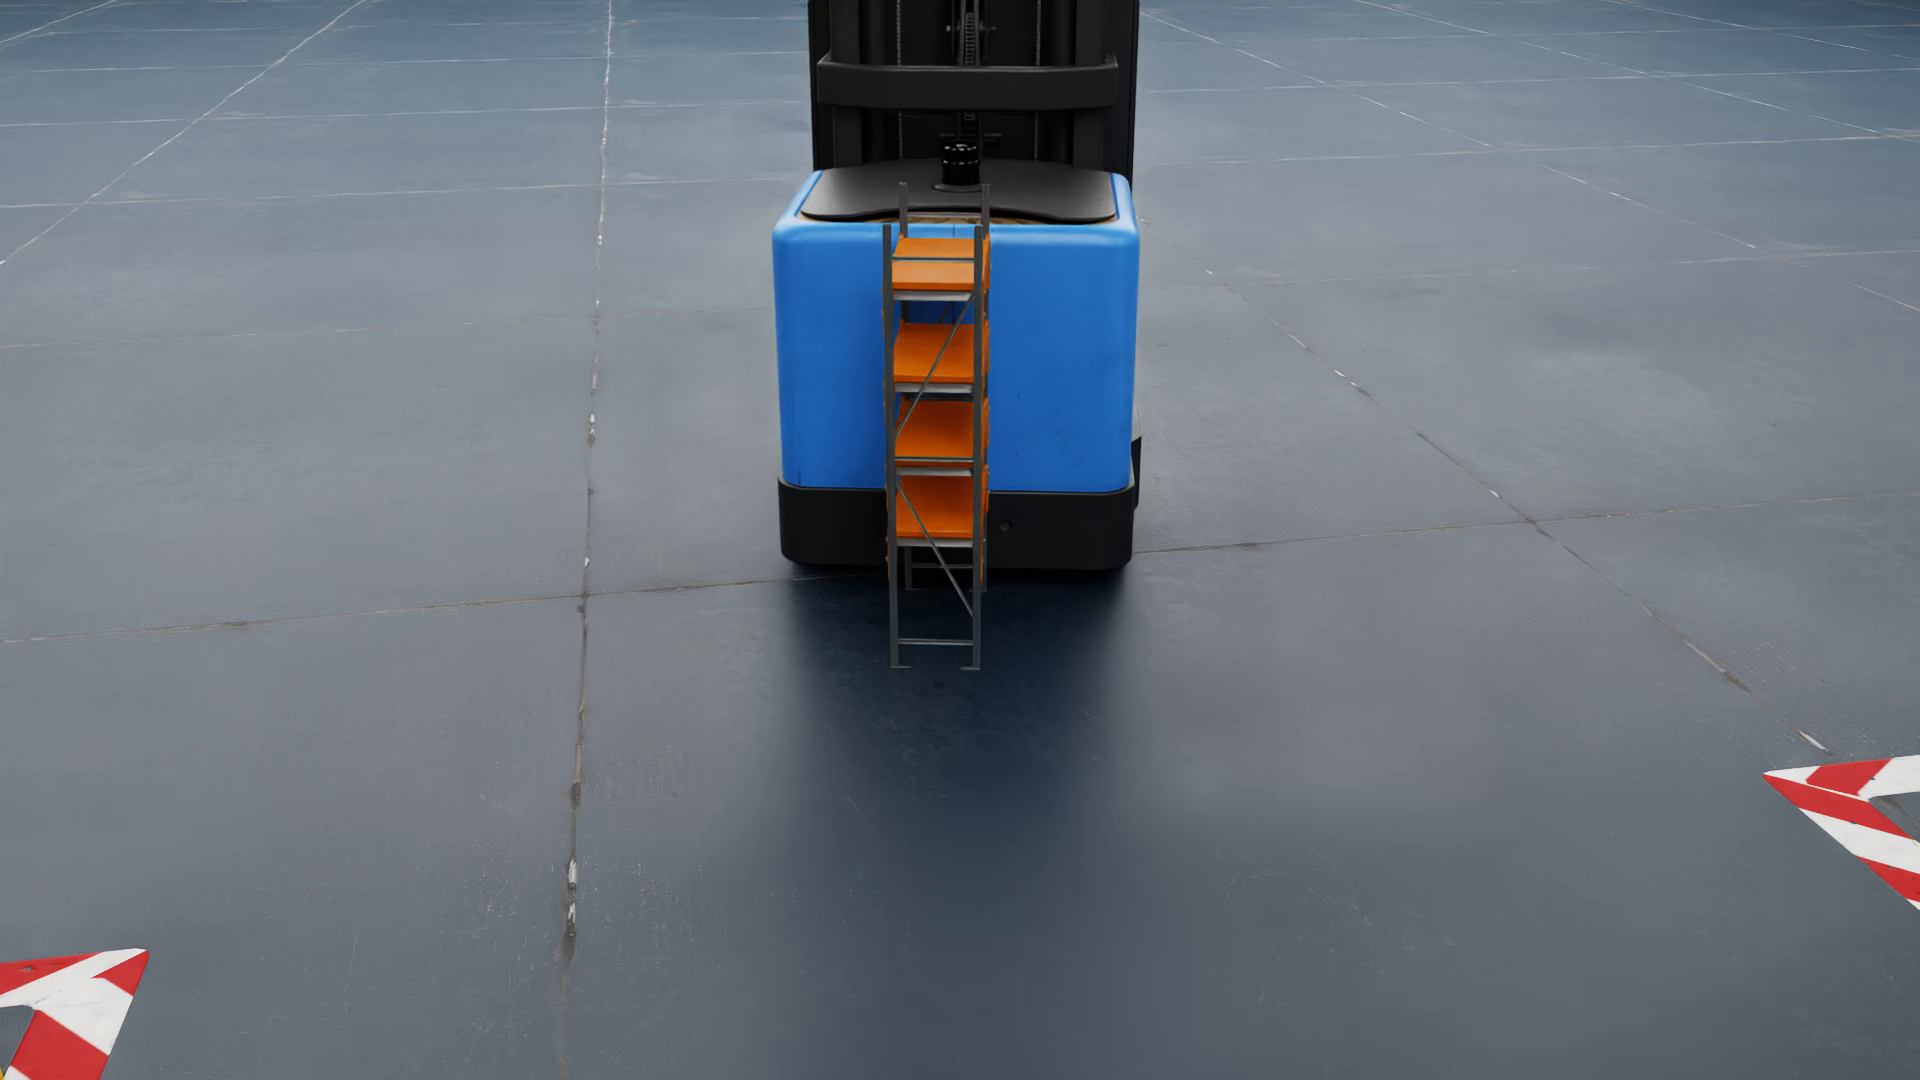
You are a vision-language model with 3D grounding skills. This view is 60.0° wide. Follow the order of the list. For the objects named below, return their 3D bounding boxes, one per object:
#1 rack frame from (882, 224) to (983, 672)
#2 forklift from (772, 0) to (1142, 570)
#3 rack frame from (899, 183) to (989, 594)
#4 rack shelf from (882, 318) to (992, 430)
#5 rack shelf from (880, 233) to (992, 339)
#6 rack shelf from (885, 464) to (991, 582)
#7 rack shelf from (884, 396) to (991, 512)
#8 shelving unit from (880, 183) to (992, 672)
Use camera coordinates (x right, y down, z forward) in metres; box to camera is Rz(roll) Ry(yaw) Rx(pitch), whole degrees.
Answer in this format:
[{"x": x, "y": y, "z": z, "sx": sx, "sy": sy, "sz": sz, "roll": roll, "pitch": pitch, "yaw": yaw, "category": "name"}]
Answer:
[{"x": -0.066, "y": -0.202, "z": 4.214, "sx": 0.240, "sy": 1.200, "sz": 0.015, "roll": 1, "pitch": 24, "yaw": 3, "category": "rack frame"}, {"x": 0.057, "y": -1.802, "z": 5.713, "sx": 1.130, "sy": 2.935, "sz": 3.031, "roll": 1, "pitch": 24, "yaw": 3, "category": "forklift"}, {"x": -0.042, "y": -0.397, "z": 4.661, "sx": 0.240, "sy": 1.200, "sz": 0.015, "roll": 1, "pitch": 24, "yaw": 3, "category": "rack frame"}, {"x": -0.054, "y": -0.443, "z": 4.375, "sx": 0.258, "sy": 0.148, "sz": 0.480, "roll": 1, "pitch": 24, "yaw": 3, "category": "rack shelf"}, {"x": -0.054, "y": -0.660, "z": 4.280, "sx": 0.258, "sy": 0.148, "sz": 0.480, "roll": 1, "pitch": 24, "yaw": 3, "category": "rack shelf"}, {"x": -0.054, "y": -0.056, "z": 4.544, "sx": 0.258, "sy": 0.148, "sz": 0.480, "roll": 1, "pitch": 24, "yaw": 3, "category": "rack shelf"}, {"x": -0.054, "y": -0.238, "z": 4.464, "sx": 0.258, "sy": 0.148, "sz": 0.480, "roll": 1, "pitch": 24, "yaw": 3, "category": "rack shelf"}, {"x": -0.054, "y": -0.300, "z": 4.437, "sx": 0.258, "sy": 1.200, "sz": 0.503, "roll": 1, "pitch": 24, "yaw": 3, "category": "shelving unit"}]
